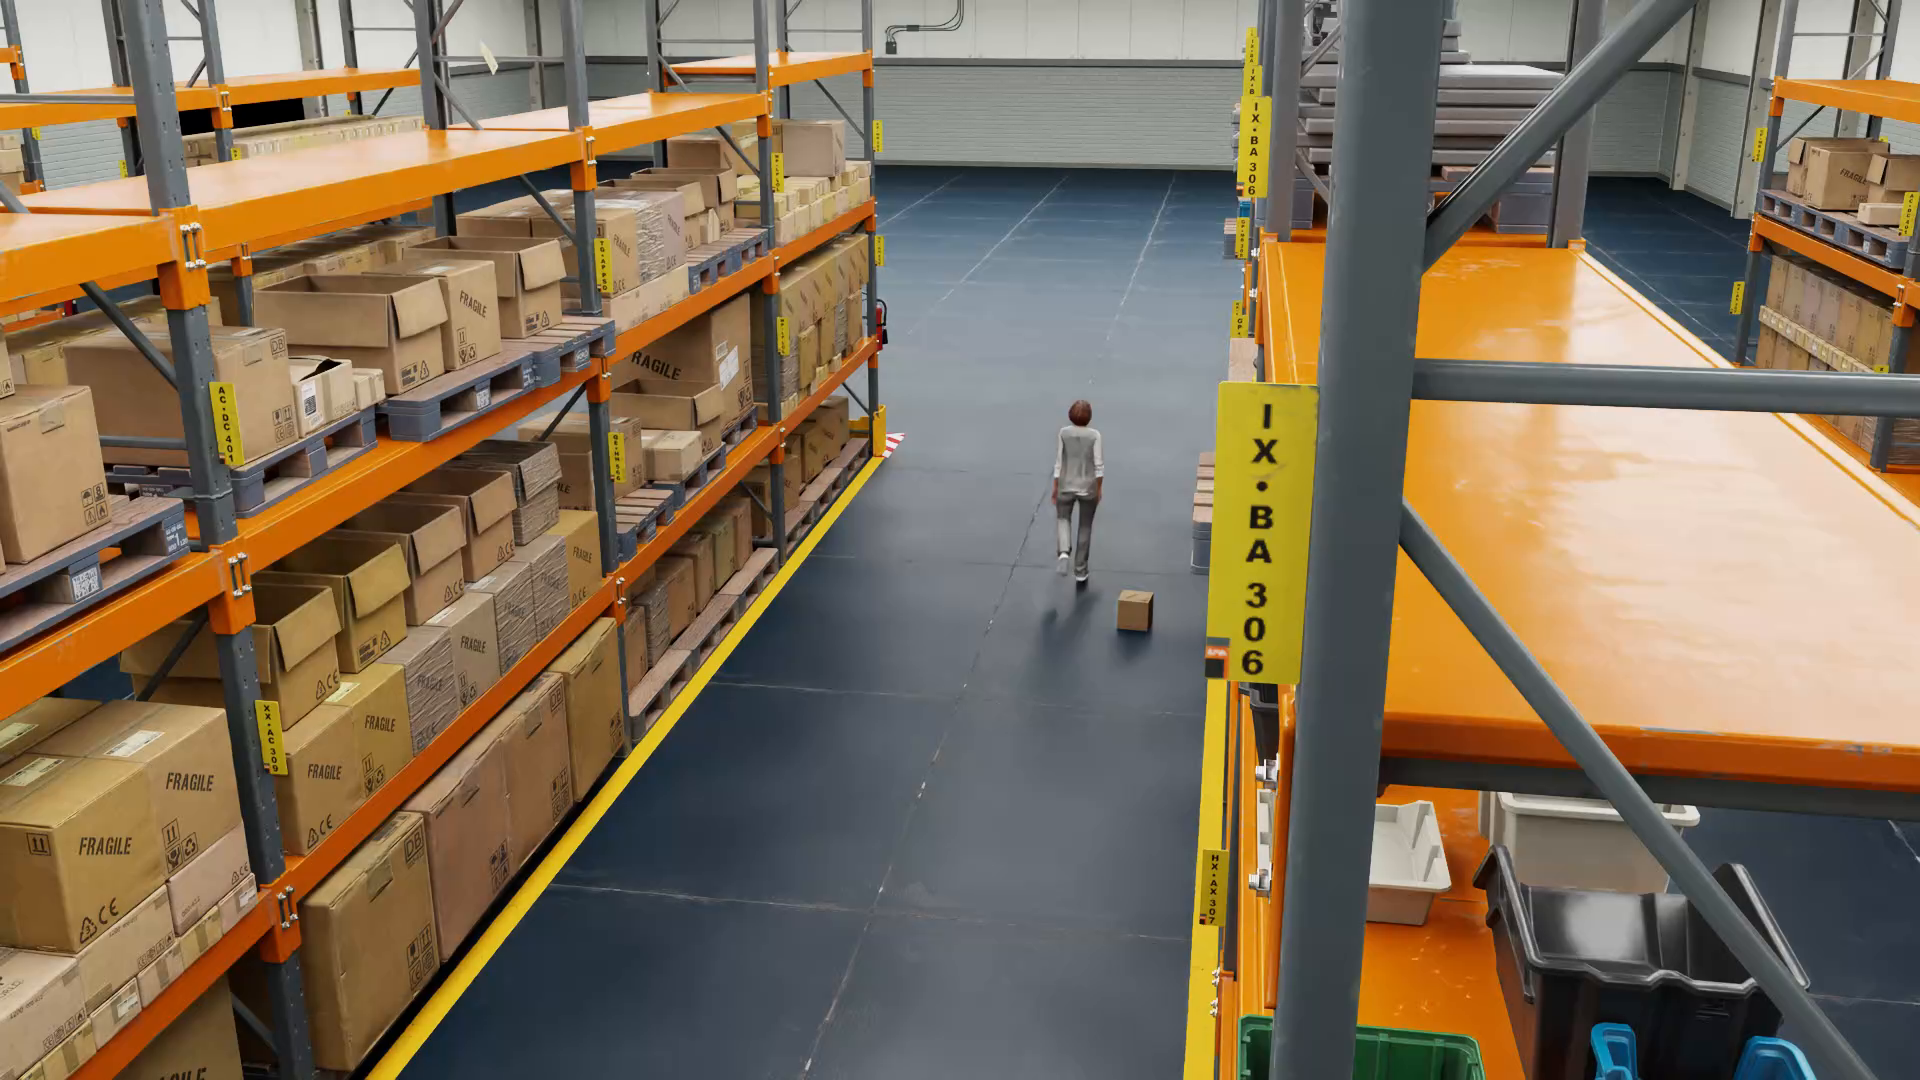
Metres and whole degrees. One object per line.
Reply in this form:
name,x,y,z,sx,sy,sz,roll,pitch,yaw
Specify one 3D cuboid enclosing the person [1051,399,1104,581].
person,0.998,-0.407,14.241,0.445,1.591,0.467,4,19,12
